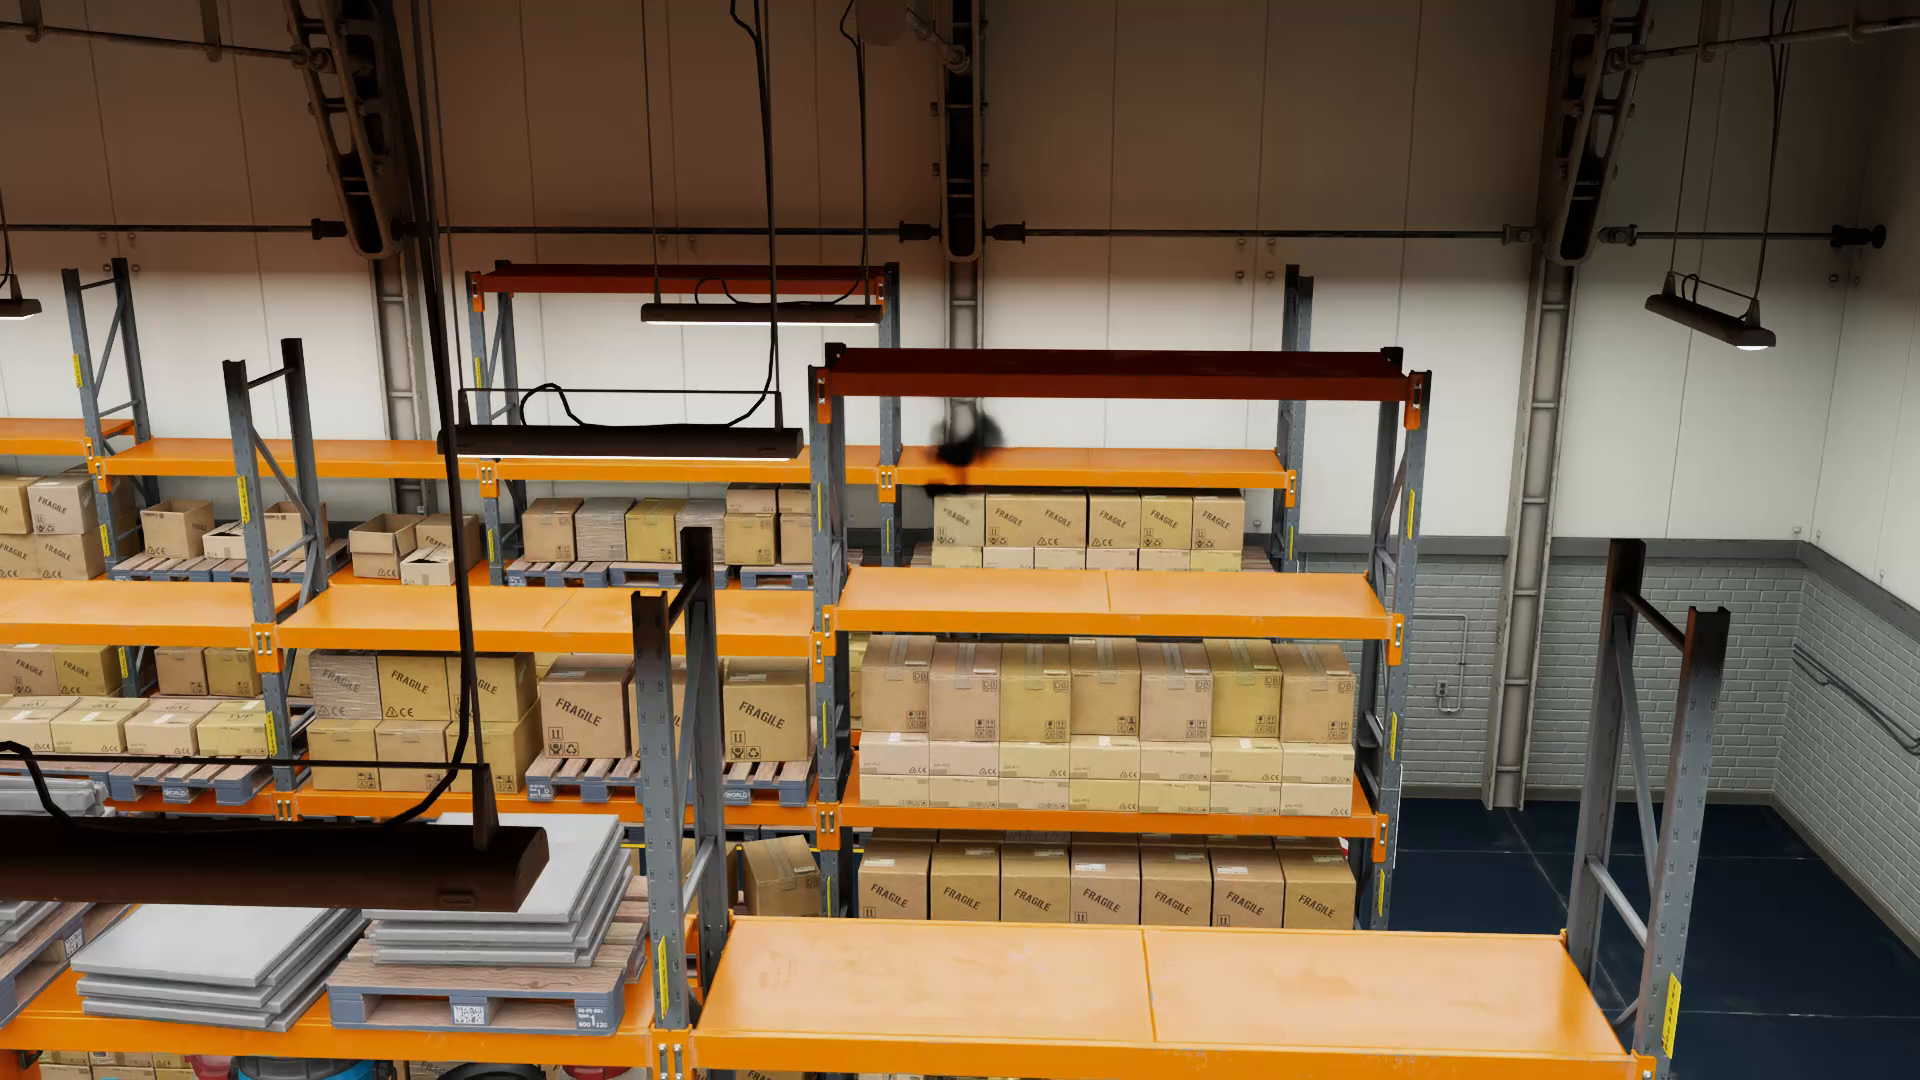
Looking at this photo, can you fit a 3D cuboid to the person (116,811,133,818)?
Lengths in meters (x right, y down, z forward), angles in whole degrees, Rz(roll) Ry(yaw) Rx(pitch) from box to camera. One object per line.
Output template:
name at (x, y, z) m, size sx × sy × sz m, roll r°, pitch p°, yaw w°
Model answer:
person at (-7.887, 2.887, 15.650) m, size 0.902 × 1.655 × 0.632 m, roll -3°, pitch 16°, yaw -10°

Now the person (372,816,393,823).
person at (-5.108, 3.128, 14.798) m, size 0.591 × 1.677 × 0.644 m, roll -1°, pitch 16°, yaw -2°
